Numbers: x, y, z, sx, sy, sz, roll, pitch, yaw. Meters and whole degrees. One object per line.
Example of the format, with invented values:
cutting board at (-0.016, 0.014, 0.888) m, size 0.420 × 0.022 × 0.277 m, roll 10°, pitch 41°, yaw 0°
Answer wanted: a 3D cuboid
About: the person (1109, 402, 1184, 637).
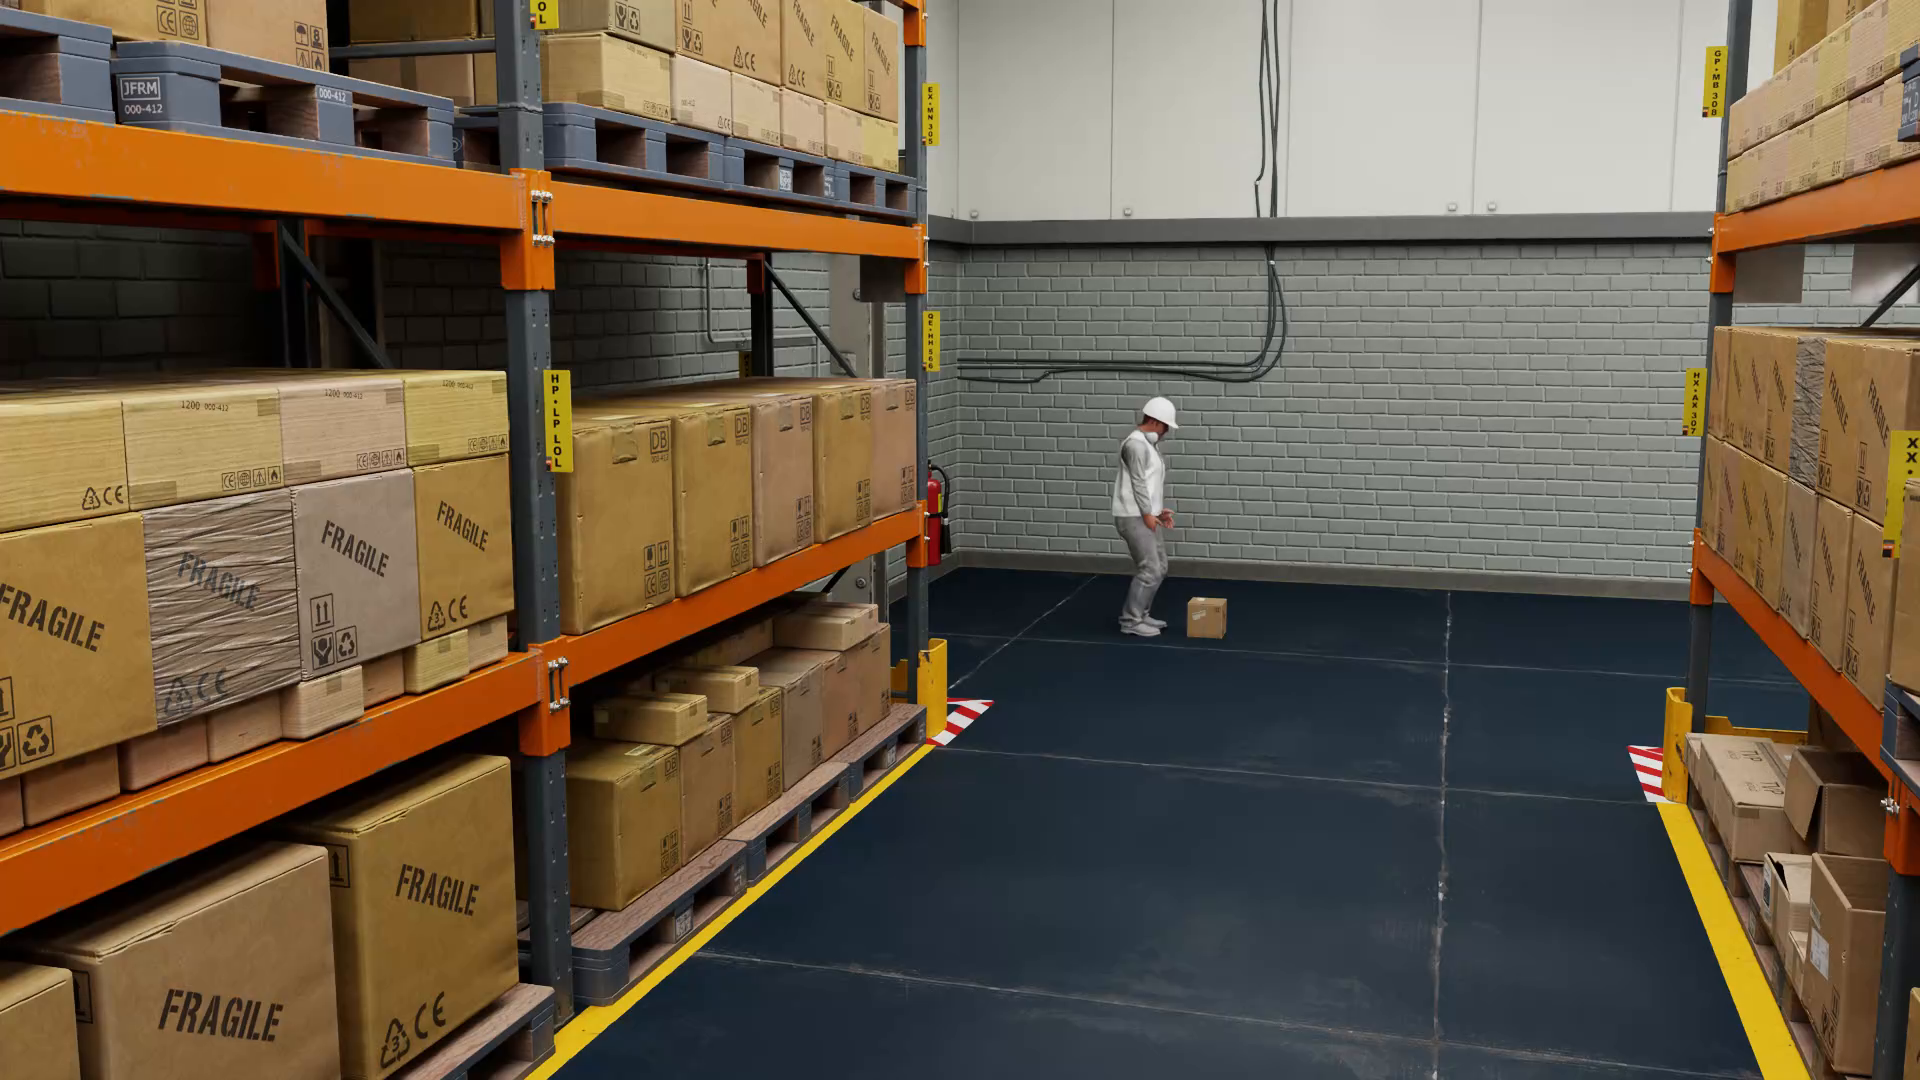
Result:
person at (1.369, -0.165, 12.181) m, size 0.516 × 1.695 × 0.567 m, roll 3°, pitch 9°, yaw 18°
